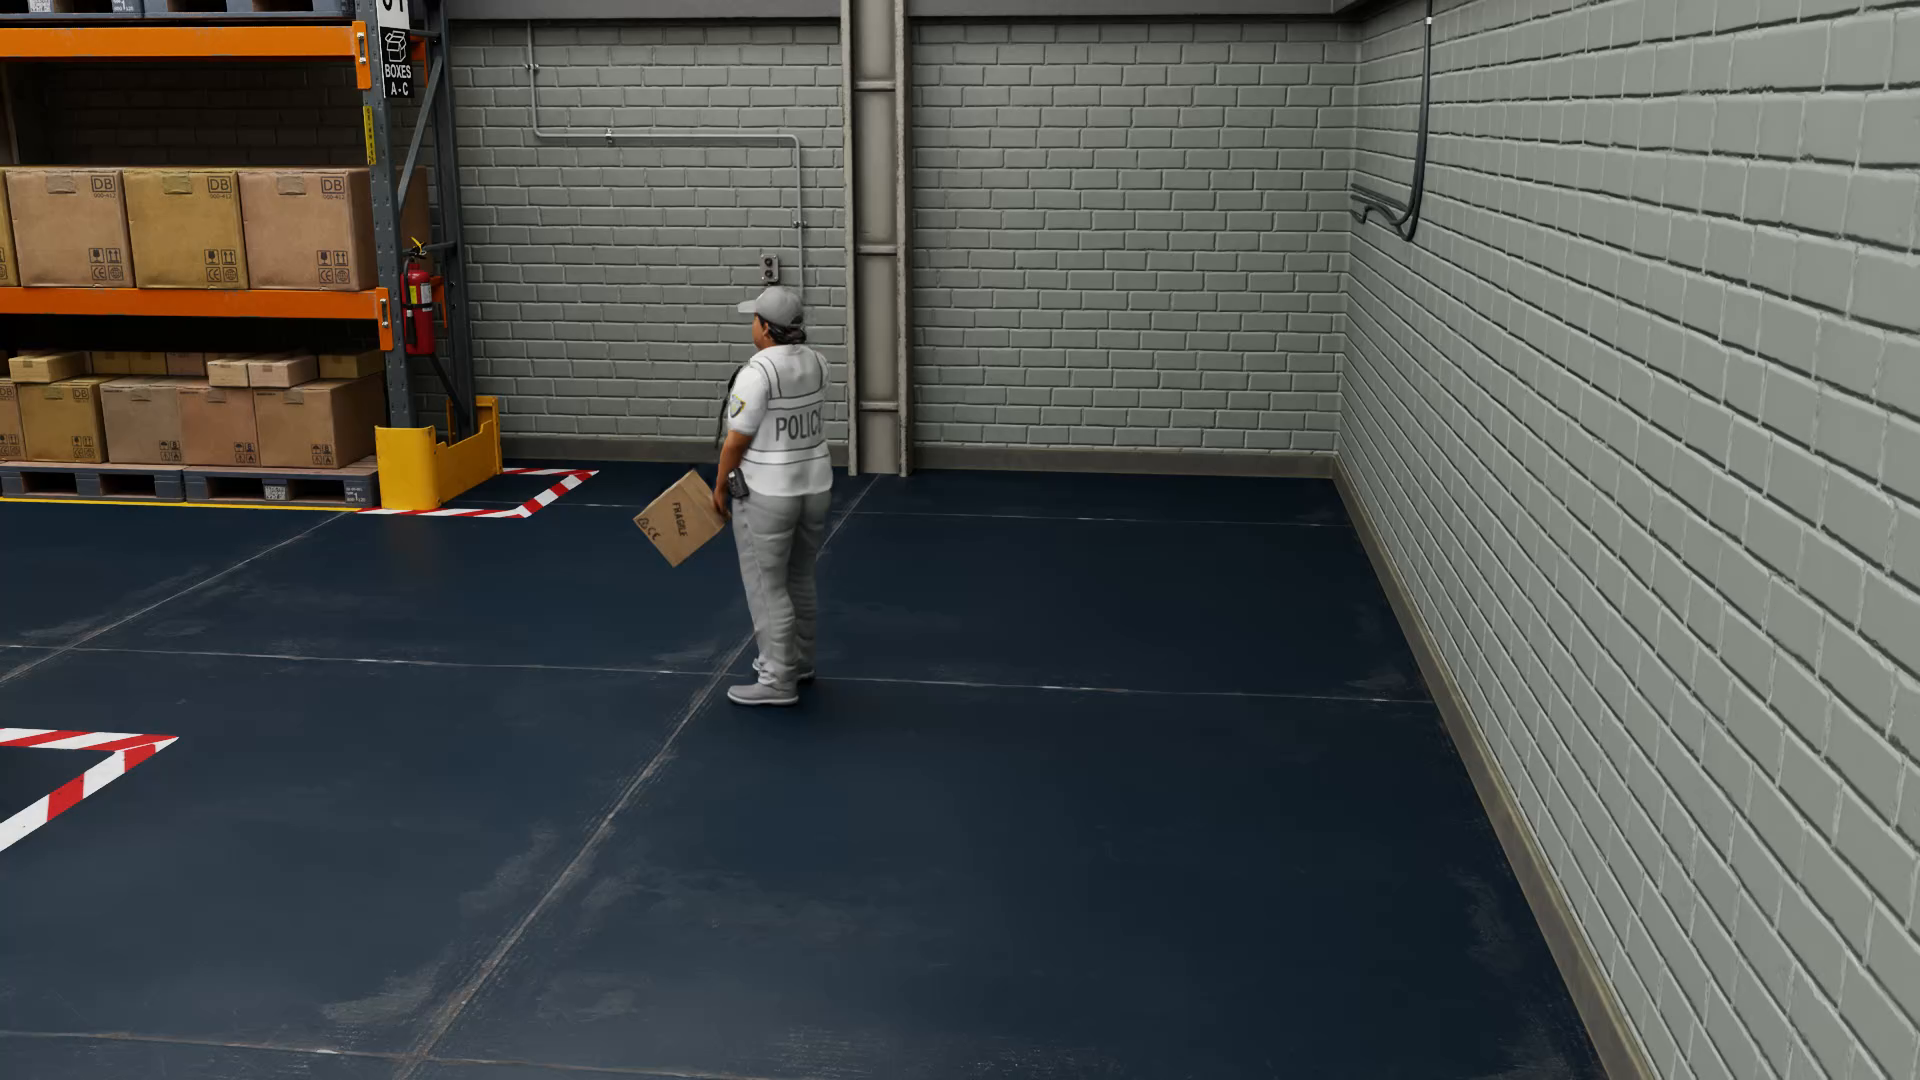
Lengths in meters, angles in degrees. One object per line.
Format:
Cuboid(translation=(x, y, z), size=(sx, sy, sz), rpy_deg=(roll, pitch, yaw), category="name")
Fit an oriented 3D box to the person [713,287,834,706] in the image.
Cuboid(translation=(-0.780, -0.181, 6.664), size=(0.511, 1.669, 0.512), rpy_deg=(10, 18, 35), category="person")
